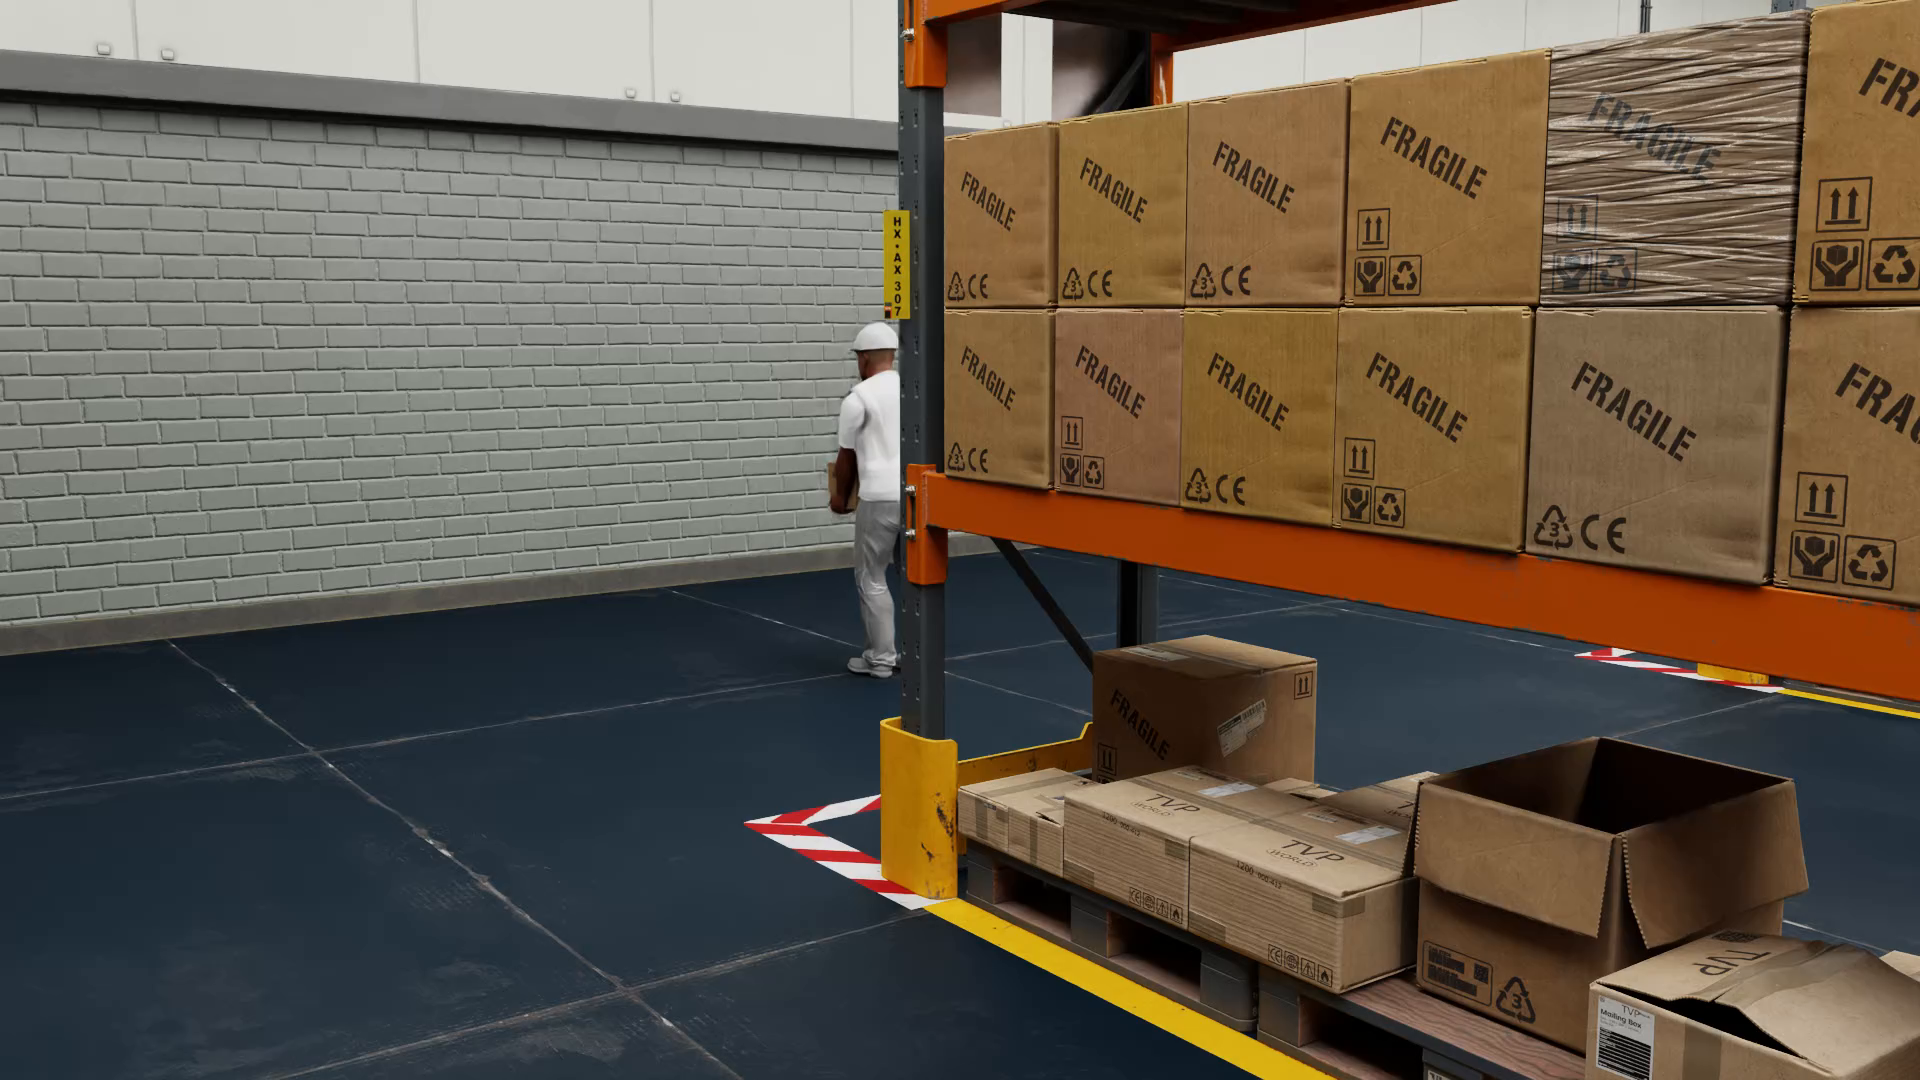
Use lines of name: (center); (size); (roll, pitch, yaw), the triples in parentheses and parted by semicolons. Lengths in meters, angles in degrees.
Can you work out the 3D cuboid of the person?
person: (-0.391, -0.203, 8.289); (0.503, 1.743, 0.591); (-6, 10, -37)
